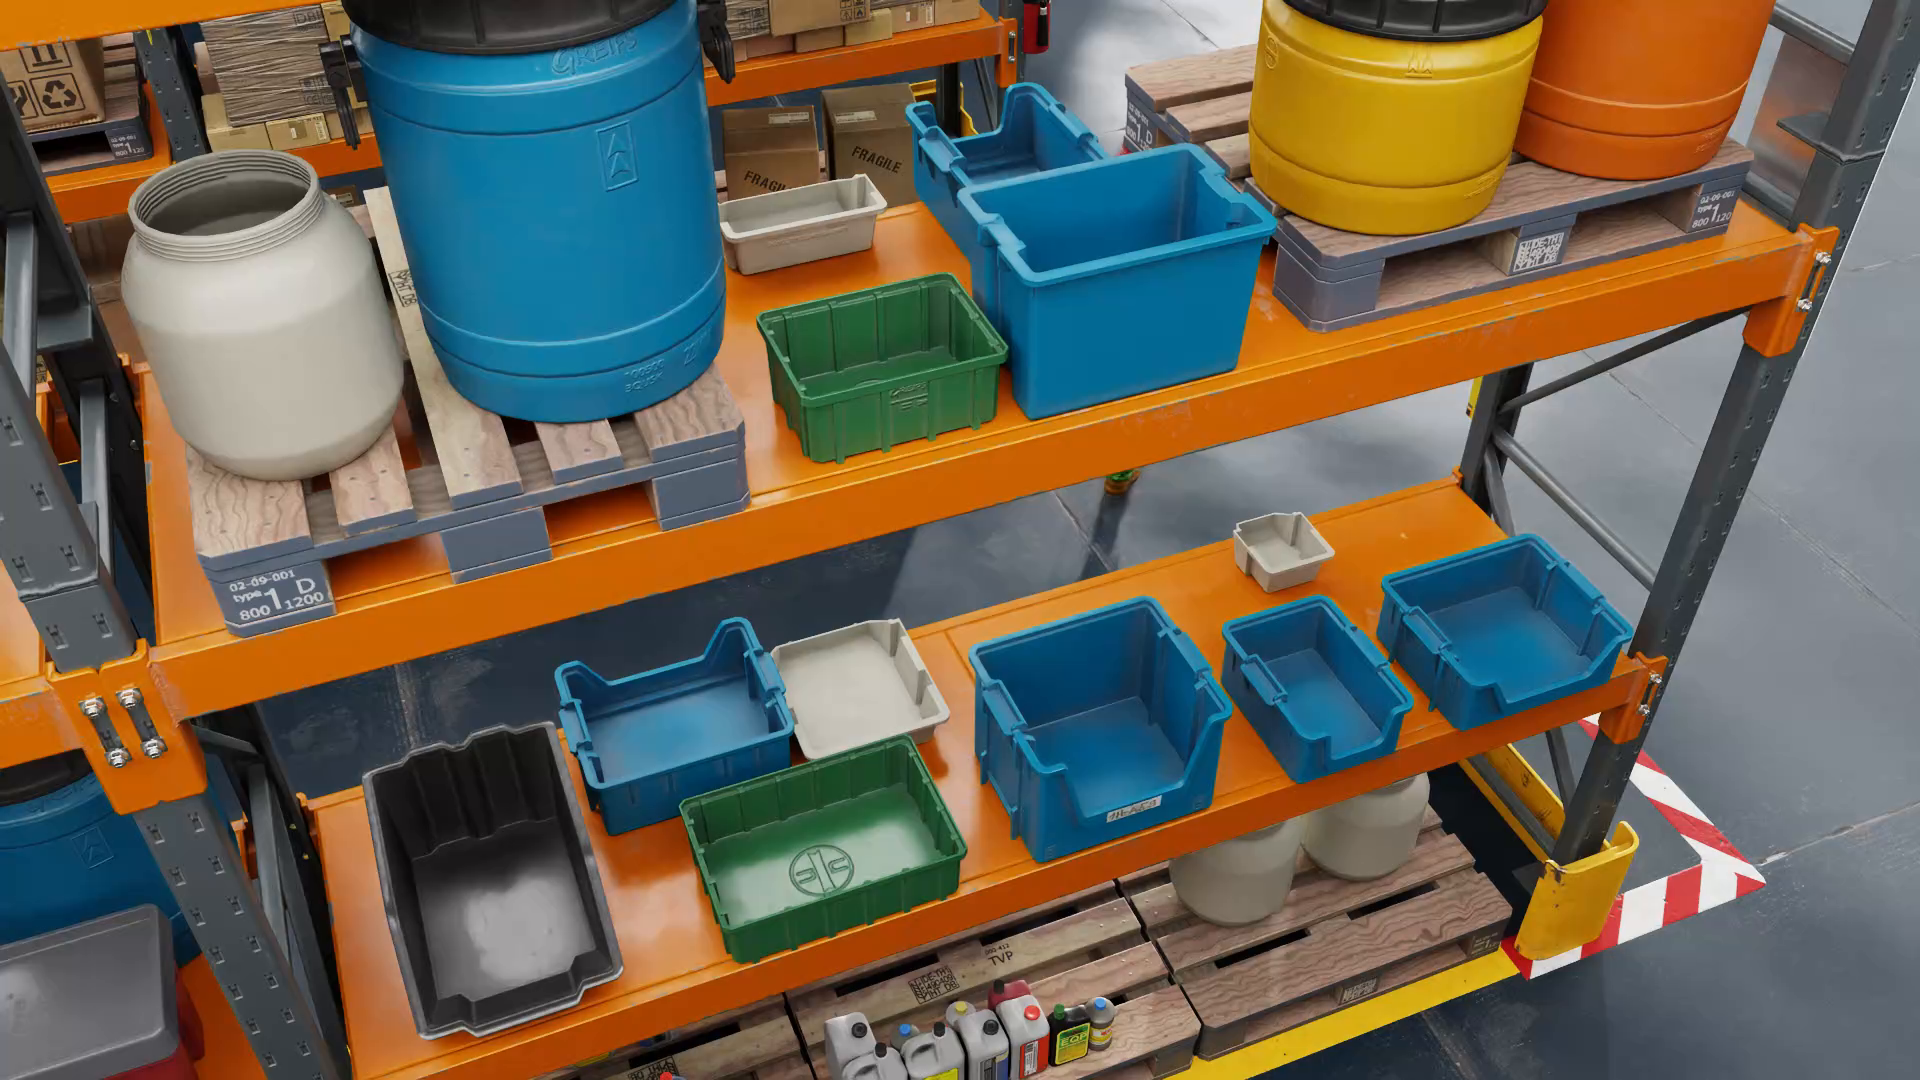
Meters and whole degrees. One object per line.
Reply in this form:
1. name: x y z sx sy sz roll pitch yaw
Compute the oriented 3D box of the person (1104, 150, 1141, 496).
1. person: 0.855 -1.159 7.454 0.586 1.731 1.085 19 45 20
